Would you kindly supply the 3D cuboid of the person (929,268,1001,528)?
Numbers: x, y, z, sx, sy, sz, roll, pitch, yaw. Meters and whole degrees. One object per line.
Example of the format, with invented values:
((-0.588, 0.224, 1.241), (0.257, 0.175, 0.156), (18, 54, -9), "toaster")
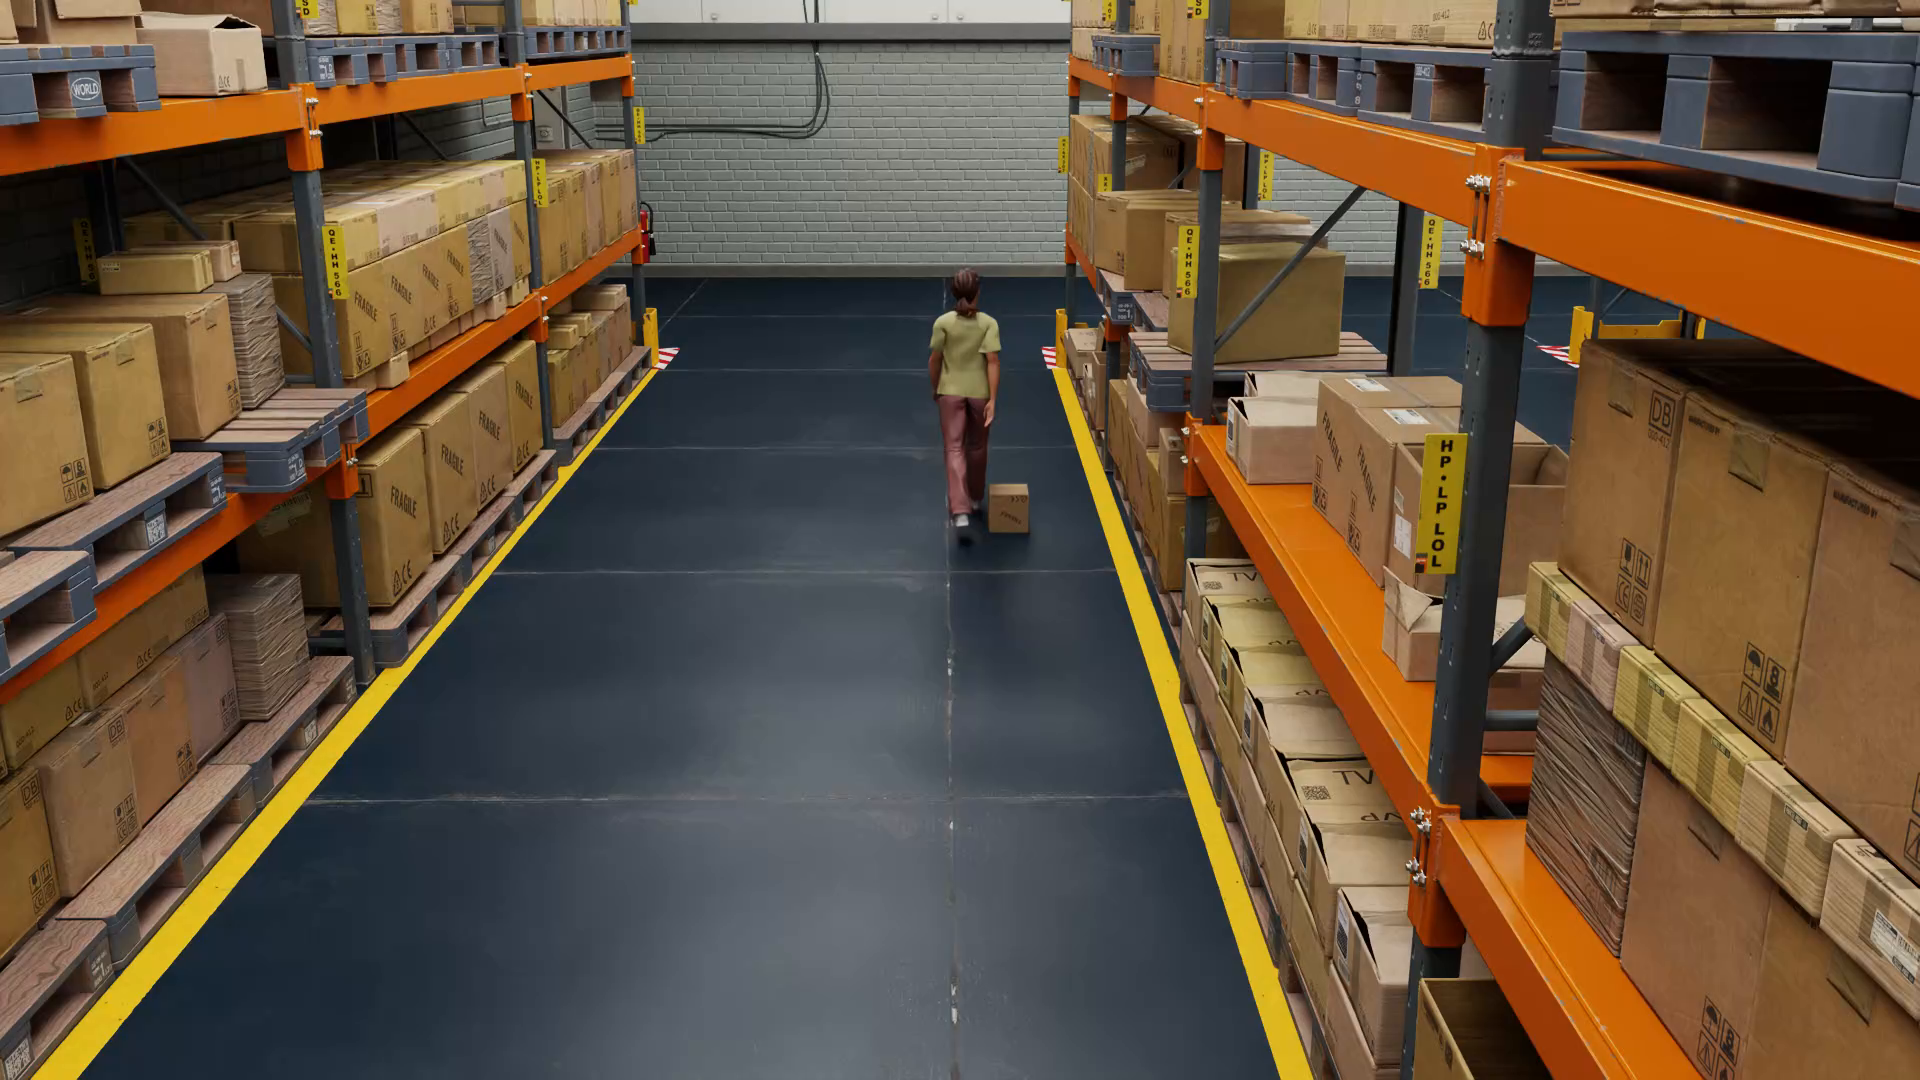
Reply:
((0.025, -0.912, 10.500), (0.443, 1.621, 1.020), (-1, 17, -4), "person")
